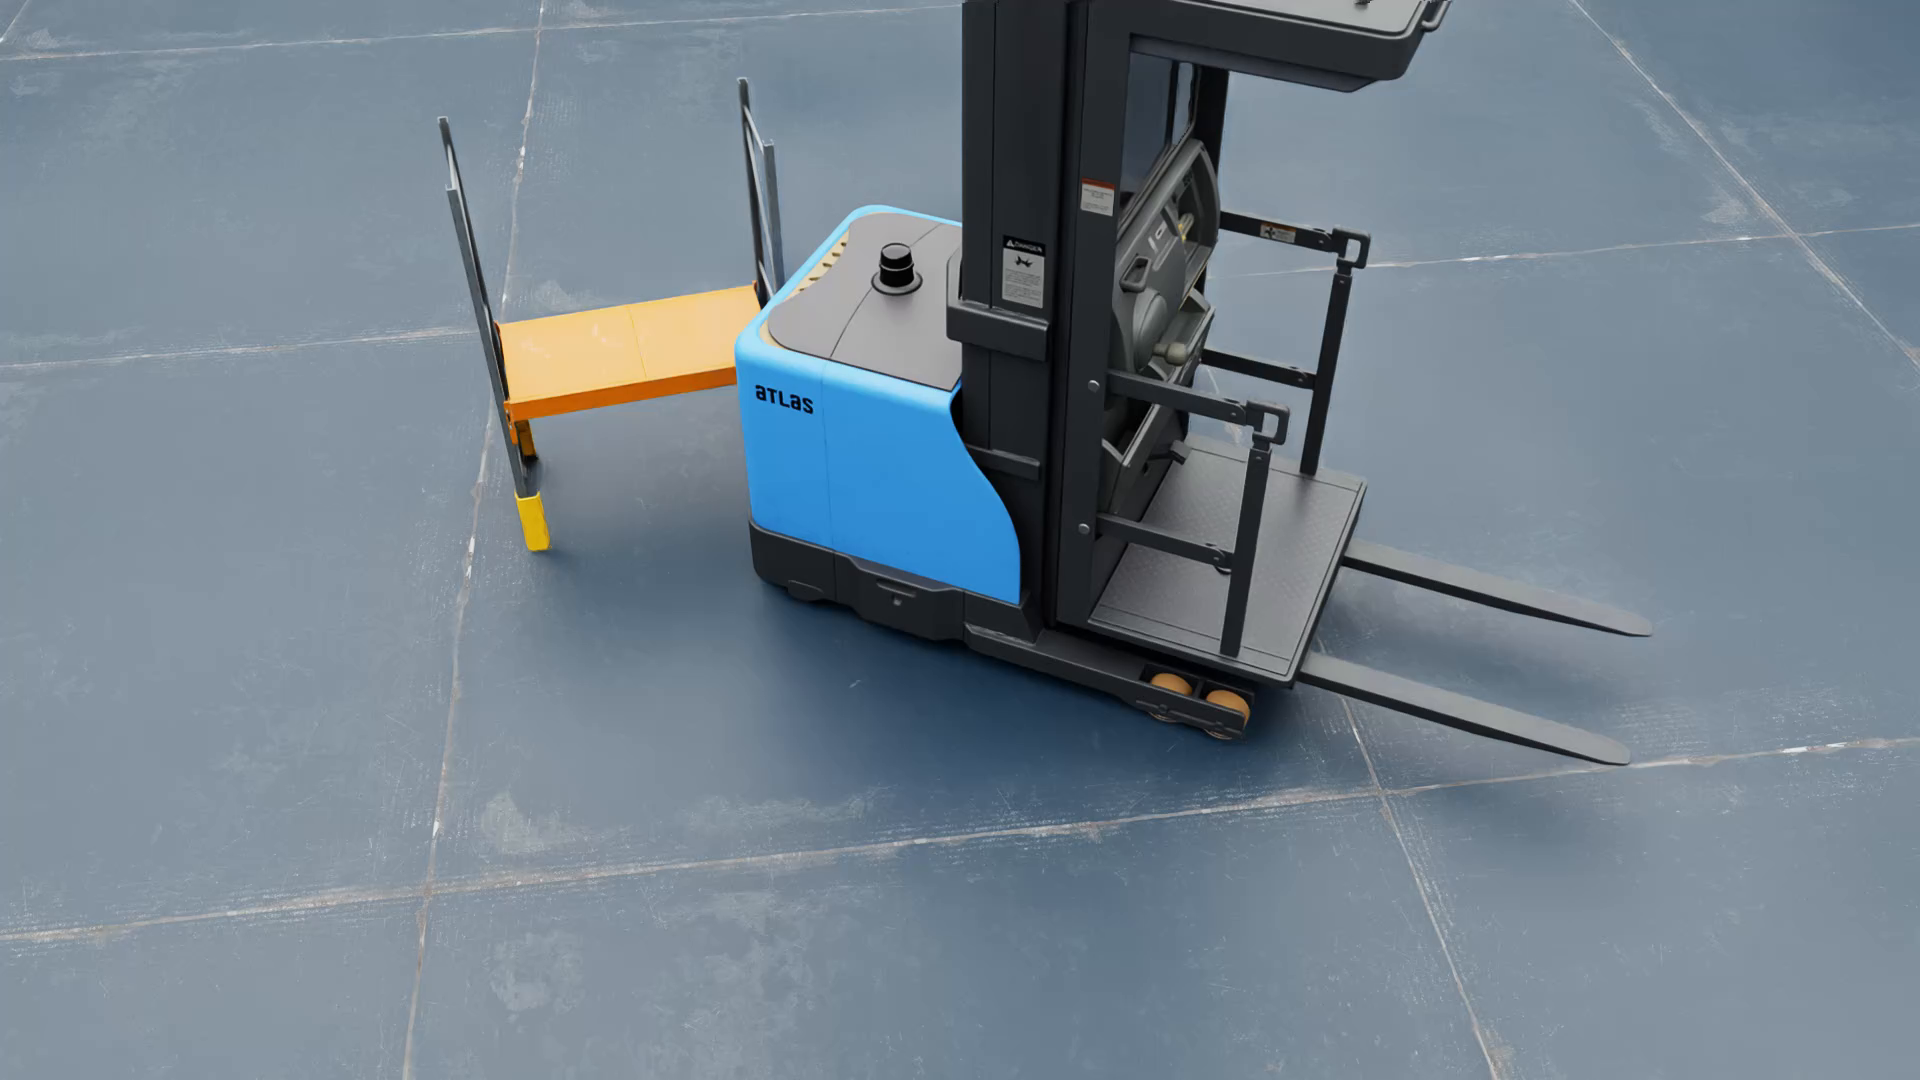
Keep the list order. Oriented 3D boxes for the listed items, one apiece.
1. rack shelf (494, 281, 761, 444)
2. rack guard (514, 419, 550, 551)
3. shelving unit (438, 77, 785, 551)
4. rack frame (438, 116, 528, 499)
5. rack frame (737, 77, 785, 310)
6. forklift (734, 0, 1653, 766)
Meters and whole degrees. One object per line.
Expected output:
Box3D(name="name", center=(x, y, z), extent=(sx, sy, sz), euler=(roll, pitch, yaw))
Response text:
Box3D(name="rack shelf", center=(-1.182, -0.667, 6.138), extent=(1.000, 0.185, 0.538), euler=(-11, 43, -12))
Box3D(name="rack guard", center=(-1.652, -0.245, 6.335), extent=(0.087, 0.250, 0.587), euler=(-11, 43, -12))
Box3D(name="shelving unit", center=(-1.173, -0.802, 6.019), extent=(1.083, 1.500, 0.587), euler=(-11, 43, -12))
Box3D(name="rack frame", center=(-1.670, -0.706, 5.913), extent=(0.032, 1.500, 0.500), euler=(-11, 43, -12))
Box3D(name="rack frame", center=(-0.693, -0.895, 6.122), extent=(0.032, 1.500, 0.500), euler=(-11, 43, -12))
Box3D(name="forklift", center=(0.813, -0.834, 4.987), extent=(3.031, 2.935, 1.130), euler=(16, 44, 17))
